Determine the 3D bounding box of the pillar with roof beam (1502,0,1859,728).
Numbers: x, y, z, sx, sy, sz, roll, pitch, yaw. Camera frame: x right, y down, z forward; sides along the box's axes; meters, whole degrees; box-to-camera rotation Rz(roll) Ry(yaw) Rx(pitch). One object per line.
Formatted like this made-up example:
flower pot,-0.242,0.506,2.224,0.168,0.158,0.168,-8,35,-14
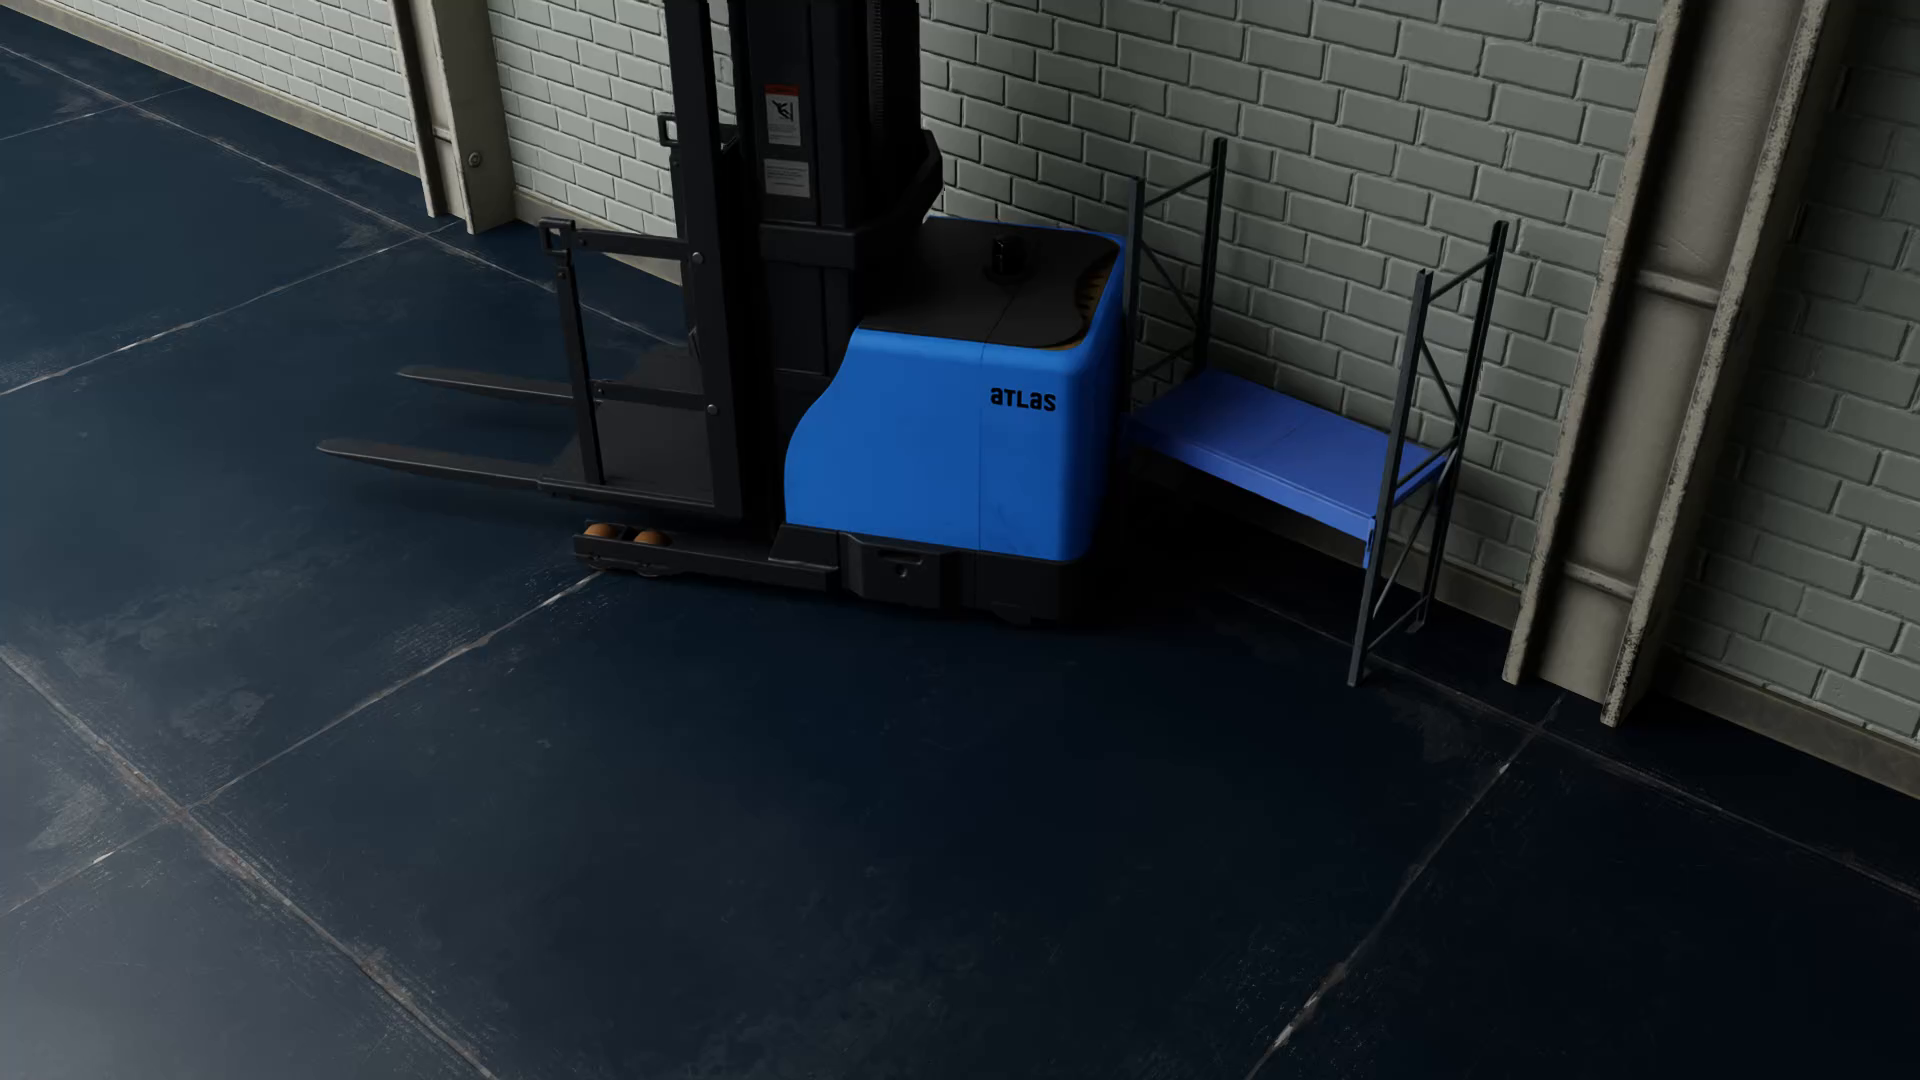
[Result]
pillar with roof beam,-0.691,-1.367,0.292,0.400,9.000,9.100,25,42,32

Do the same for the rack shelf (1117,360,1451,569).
rack shelf,1.093,-0.281,5.652,1.000,0.185,0.538,27,43,34

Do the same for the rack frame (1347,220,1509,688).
rack frame,1.470,-0.236,5.269,0.032,1.500,0.500,27,43,34

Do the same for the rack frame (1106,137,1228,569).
rack frame,0.715,-0.622,5.831,0.032,1.500,0.500,27,43,34

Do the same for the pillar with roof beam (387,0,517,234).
pillar with roof beam,-5.302,-3.540,3.456,0.400,9.000,9.100,25,42,32

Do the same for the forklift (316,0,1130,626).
forklift,-0.920,-1.353,5.631,3.031,2.935,1.130,8,35,11

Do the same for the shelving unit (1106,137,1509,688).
shelving unit,1.093,-0.429,5.550,1.048,1.500,0.538,27,43,34
